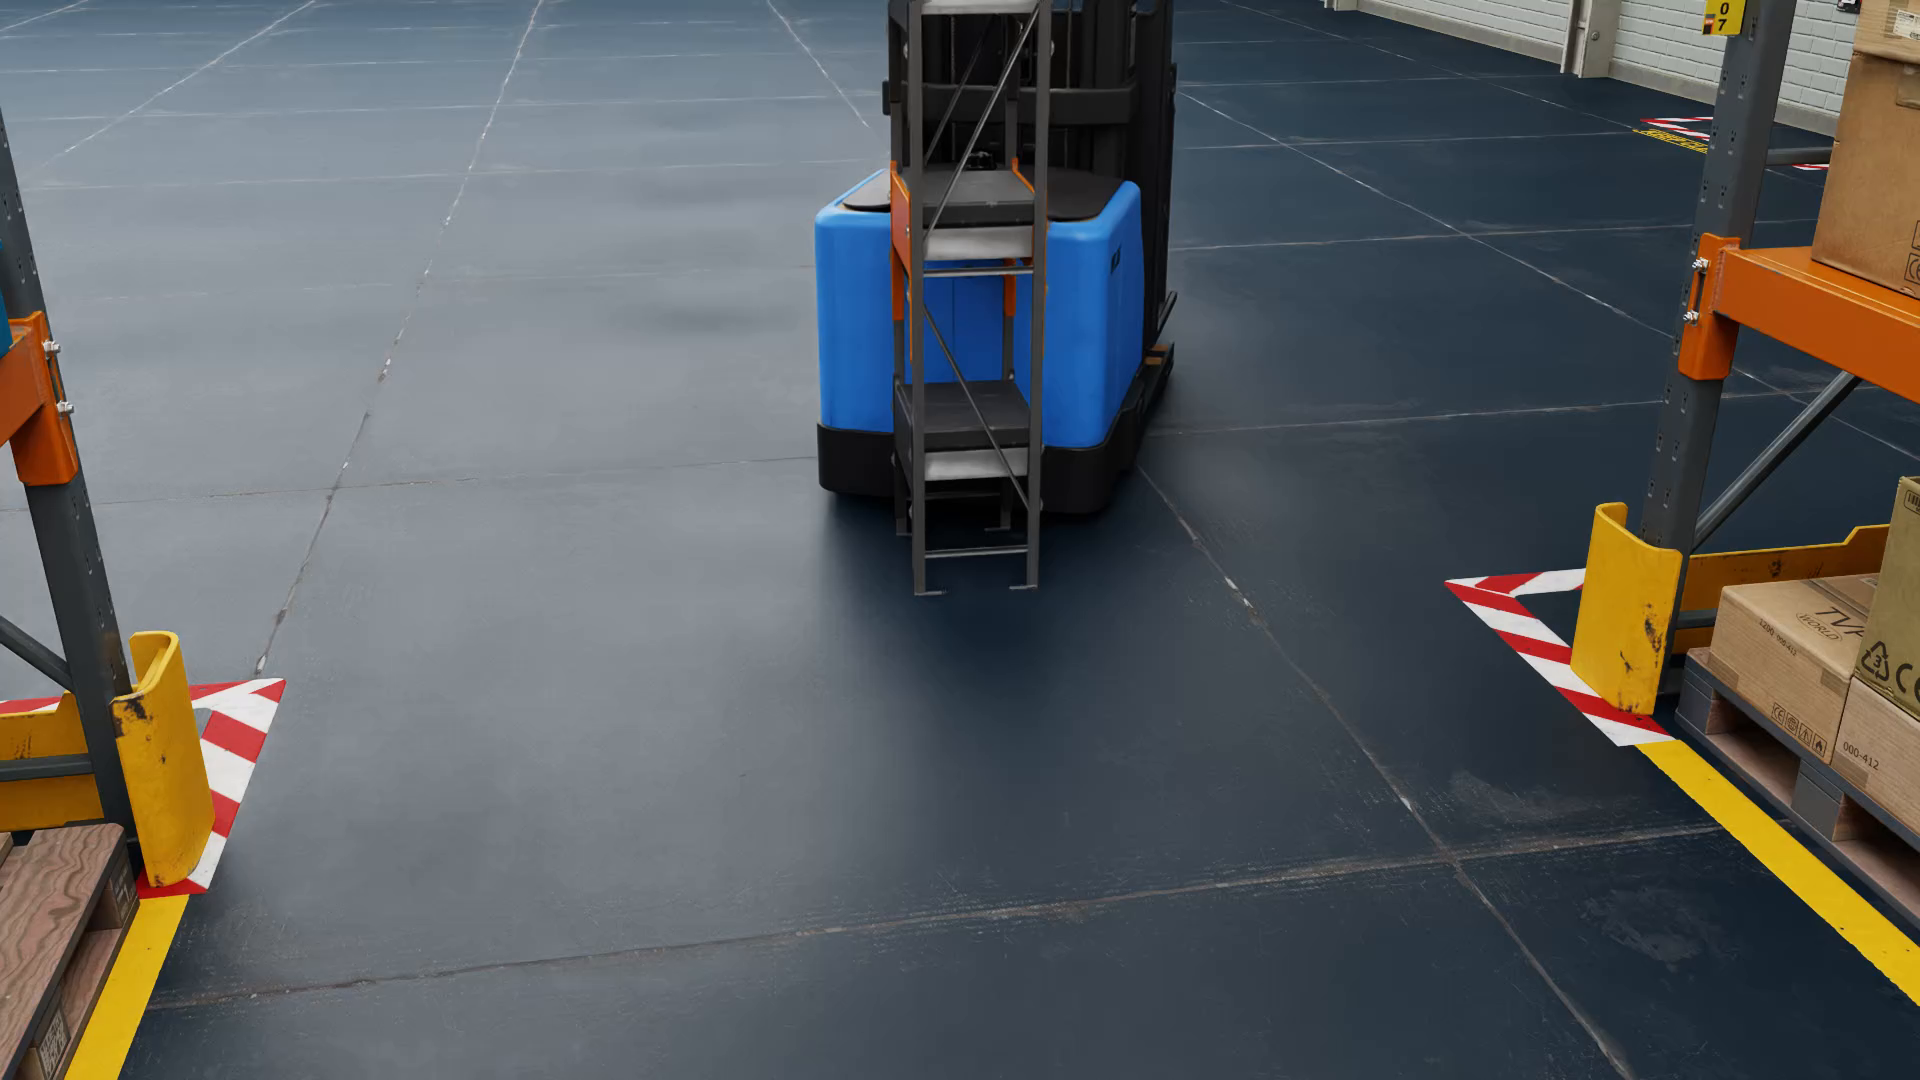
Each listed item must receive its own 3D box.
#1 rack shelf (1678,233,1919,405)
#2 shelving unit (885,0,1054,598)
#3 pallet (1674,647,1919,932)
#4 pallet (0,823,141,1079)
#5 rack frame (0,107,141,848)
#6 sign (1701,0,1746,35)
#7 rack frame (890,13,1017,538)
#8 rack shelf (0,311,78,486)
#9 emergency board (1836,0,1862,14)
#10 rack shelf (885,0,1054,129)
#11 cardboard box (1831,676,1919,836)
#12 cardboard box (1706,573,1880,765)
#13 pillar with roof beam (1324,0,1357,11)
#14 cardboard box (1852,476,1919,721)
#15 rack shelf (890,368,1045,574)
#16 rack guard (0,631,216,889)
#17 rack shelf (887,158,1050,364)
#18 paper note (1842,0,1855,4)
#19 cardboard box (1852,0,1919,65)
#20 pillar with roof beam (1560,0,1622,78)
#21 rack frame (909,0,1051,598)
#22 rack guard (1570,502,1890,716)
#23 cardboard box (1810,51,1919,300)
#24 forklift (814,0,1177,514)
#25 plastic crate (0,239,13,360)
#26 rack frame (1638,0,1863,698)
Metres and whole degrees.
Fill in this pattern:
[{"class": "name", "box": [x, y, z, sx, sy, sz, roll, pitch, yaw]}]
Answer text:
[{"class": "rack shelf", "box": [2.764, 0.134, 2.595, 1.077, 0.370, 4.000, -4, 24, -10]}, {"class": "shelving unit", "box": [0.017, -0.888, 5.159, 0.431, 2.100, 0.503, -3, 24, -8]}, {"class": "pallet", "box": [2.576, 0.593, 4.129, 1.003, 0.211, 1.213, -4, 24, -10]}, {"class": "pallet", "box": [-2.270, 1.007, 3.182, 1.003, 0.211, 1.213, -4, 24, -10]}, {"class": "rack frame", "box": [-2.475, -0.618, 3.417, 1.000, 3.000, 0.127, -4, 24, -10]}, {"class": "sign", "box": [1.847, -1.377, 3.975, 0.100, 0.325, 0.005, -4, 24, -10]}, {"class": "rack frame", "box": [-0.020, -0.985, 5.380, 0.400, 2.100, 0.015, -3, 24, -8]}, {"class": "rack shelf", "box": [-2.105, 0.499, 1.759, 1.077, 0.370, 4.000, -4, 24, -10]}, {"class": "emergency board", "box": [6.712, -4.474, 12.247, 0.194, 1.169, 0.643, -4, 24, -10]}, {"class": "rack shelf", "box": [0.019, -1.518, 4.885, 0.431, 0.518, 0.480, -3, 24, -8]}, {"class": "cardboard box", "box": [2.370, 0.509, 3.749, 0.500, 0.250, 0.500, -4, 24, -10]}, {"class": "cardboard box", "box": [2.274, 0.312, 4.198, 0.500, 0.250, 0.500, -4, 24, -10]}, {"class": "pillar with roof beam", "box": [0.682, -10.650, 18.892, 9.100, 9.000, 0.400, -4, 24, -10]}, {"class": "cardboard box", "box": [2.369, 0.165, 3.598, 0.500, 0.500, 0.500, -4, 24, -10]}, {"class": "rack shelf", "box": [0.016, -0.234, 5.445, 0.431, 0.518, 0.480, -3, 24, -8]}, {"class": "rack guard", "box": [-2.415, 0.554, 3.856, 1.175, 0.500, 0.348, -4, 24, -10]}, {"class": "rack shelf", "box": [0.017, -0.876, 5.165, 0.431, 0.518, 0.480, -3, 24, -8]}, {"class": "paper note", "box": [6.747, -4.146, 12.595, 0.016, 0.148, 0.142, -4, 24, -10]}, {"class": "cardboard box", "box": [2.255, -1.156, 3.713, 0.380, 0.149, 0.250, -4, 24, -10]}, {"class": "pillar with roof beam", "box": [1.791, -8.290, 13.489, 9.100, 9.000, 0.400, -4, 24, -10]}, {"class": "rack frame", "box": [0.055, -0.792, 4.938, 0.400, 2.100, 0.015, -3, 24, -8]}, {"class": "rack guard", "box": [2.389, 0.153, 4.775, 1.175, 0.500, 0.348, -4, 24, -10]}, {"class": "cardboard box", "box": [2.468, -0.844, 3.810, 0.700, 0.500, 0.500, -4, 24, -10]}, {"class": "forklift", "box": [0.330, -1.996, 6.658, 1.130, 2.935, 3.031, 5, 24, 12]}, {"class": "plastic crate", "box": [-2.088, -0.375, 3.046, 0.499, 0.251, 0.616, -4, 24, -10]}, {"class": "rack frame", "box": [2.394, -0.983, 4.253, 1.000, 3.000, 0.127, -4, 24, -10]}]
